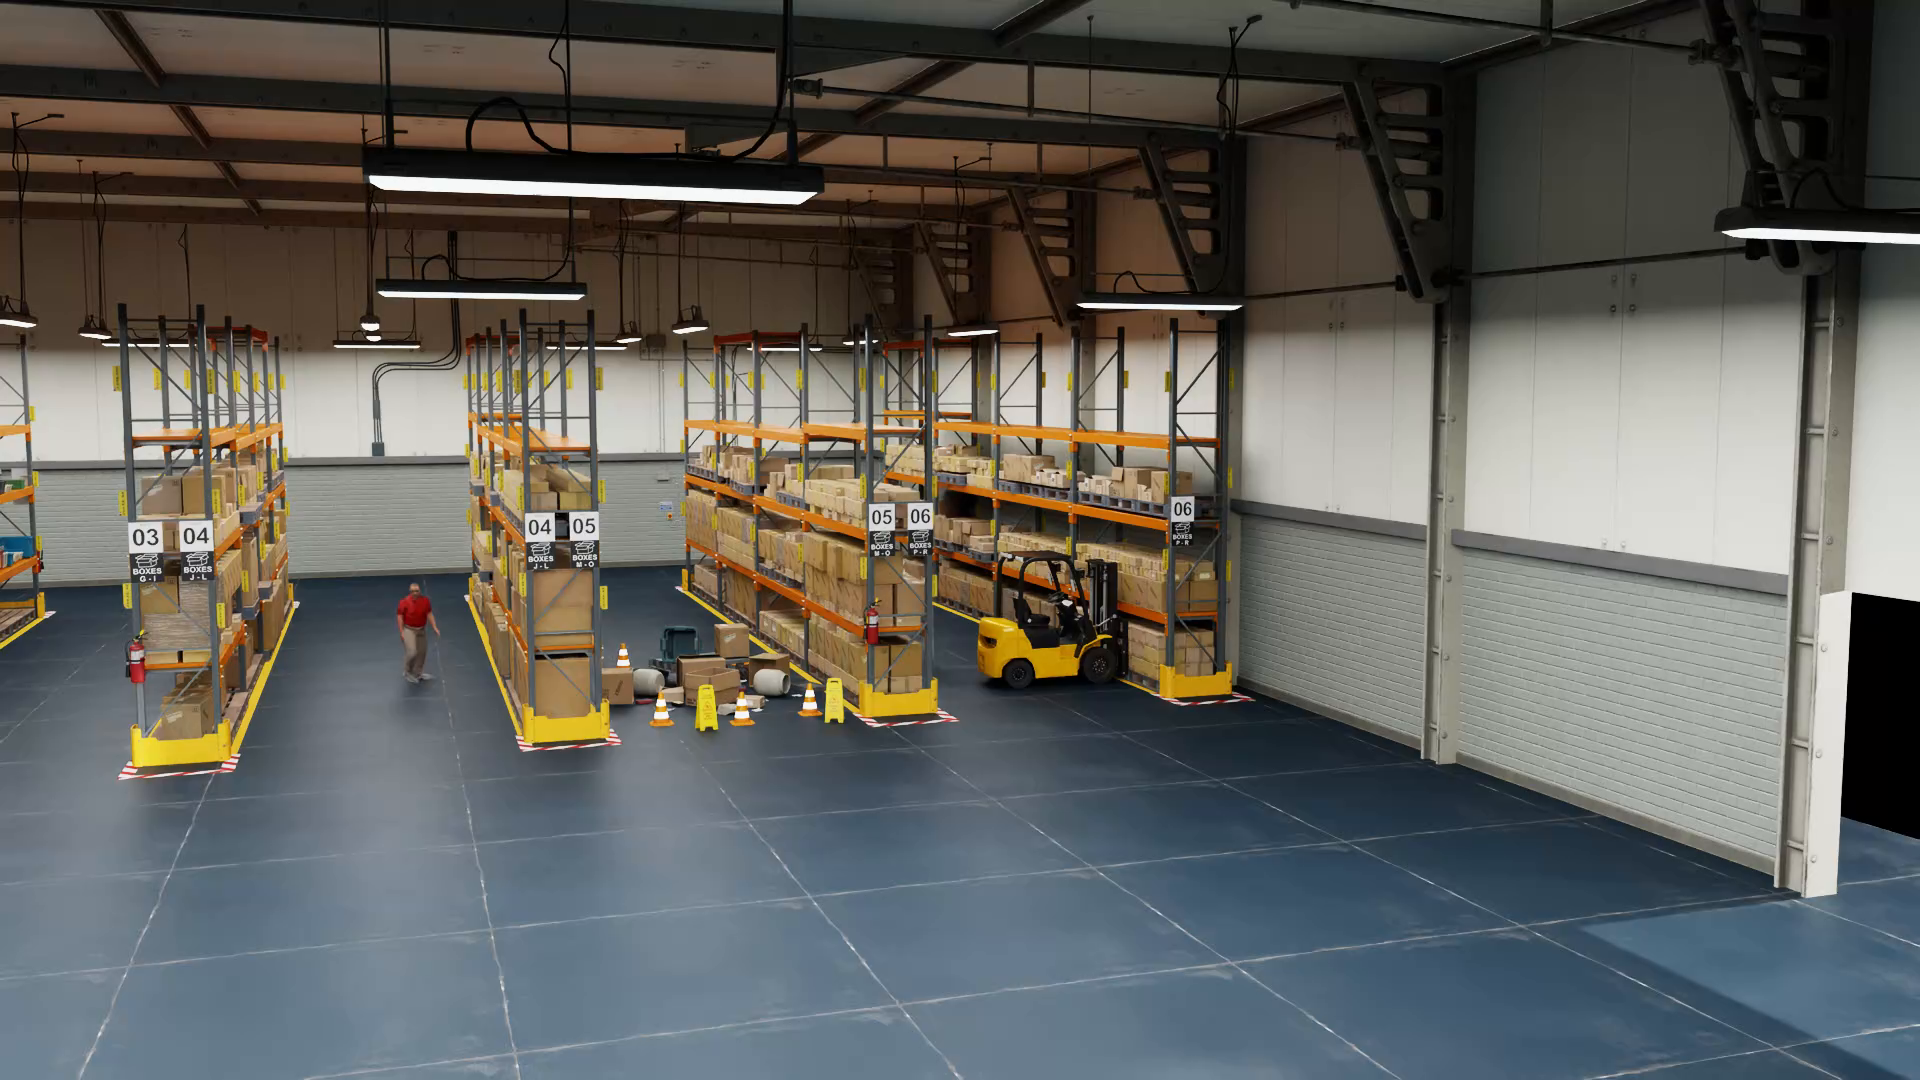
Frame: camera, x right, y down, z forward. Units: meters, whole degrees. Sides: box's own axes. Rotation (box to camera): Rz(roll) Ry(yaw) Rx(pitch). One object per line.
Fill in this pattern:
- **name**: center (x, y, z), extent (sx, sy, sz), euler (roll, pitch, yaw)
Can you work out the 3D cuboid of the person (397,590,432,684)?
- **person**: center (-9.108, 1.588, 27.794), extent (0.551, 1.622, 0.629), euler (4, 7, 36)
